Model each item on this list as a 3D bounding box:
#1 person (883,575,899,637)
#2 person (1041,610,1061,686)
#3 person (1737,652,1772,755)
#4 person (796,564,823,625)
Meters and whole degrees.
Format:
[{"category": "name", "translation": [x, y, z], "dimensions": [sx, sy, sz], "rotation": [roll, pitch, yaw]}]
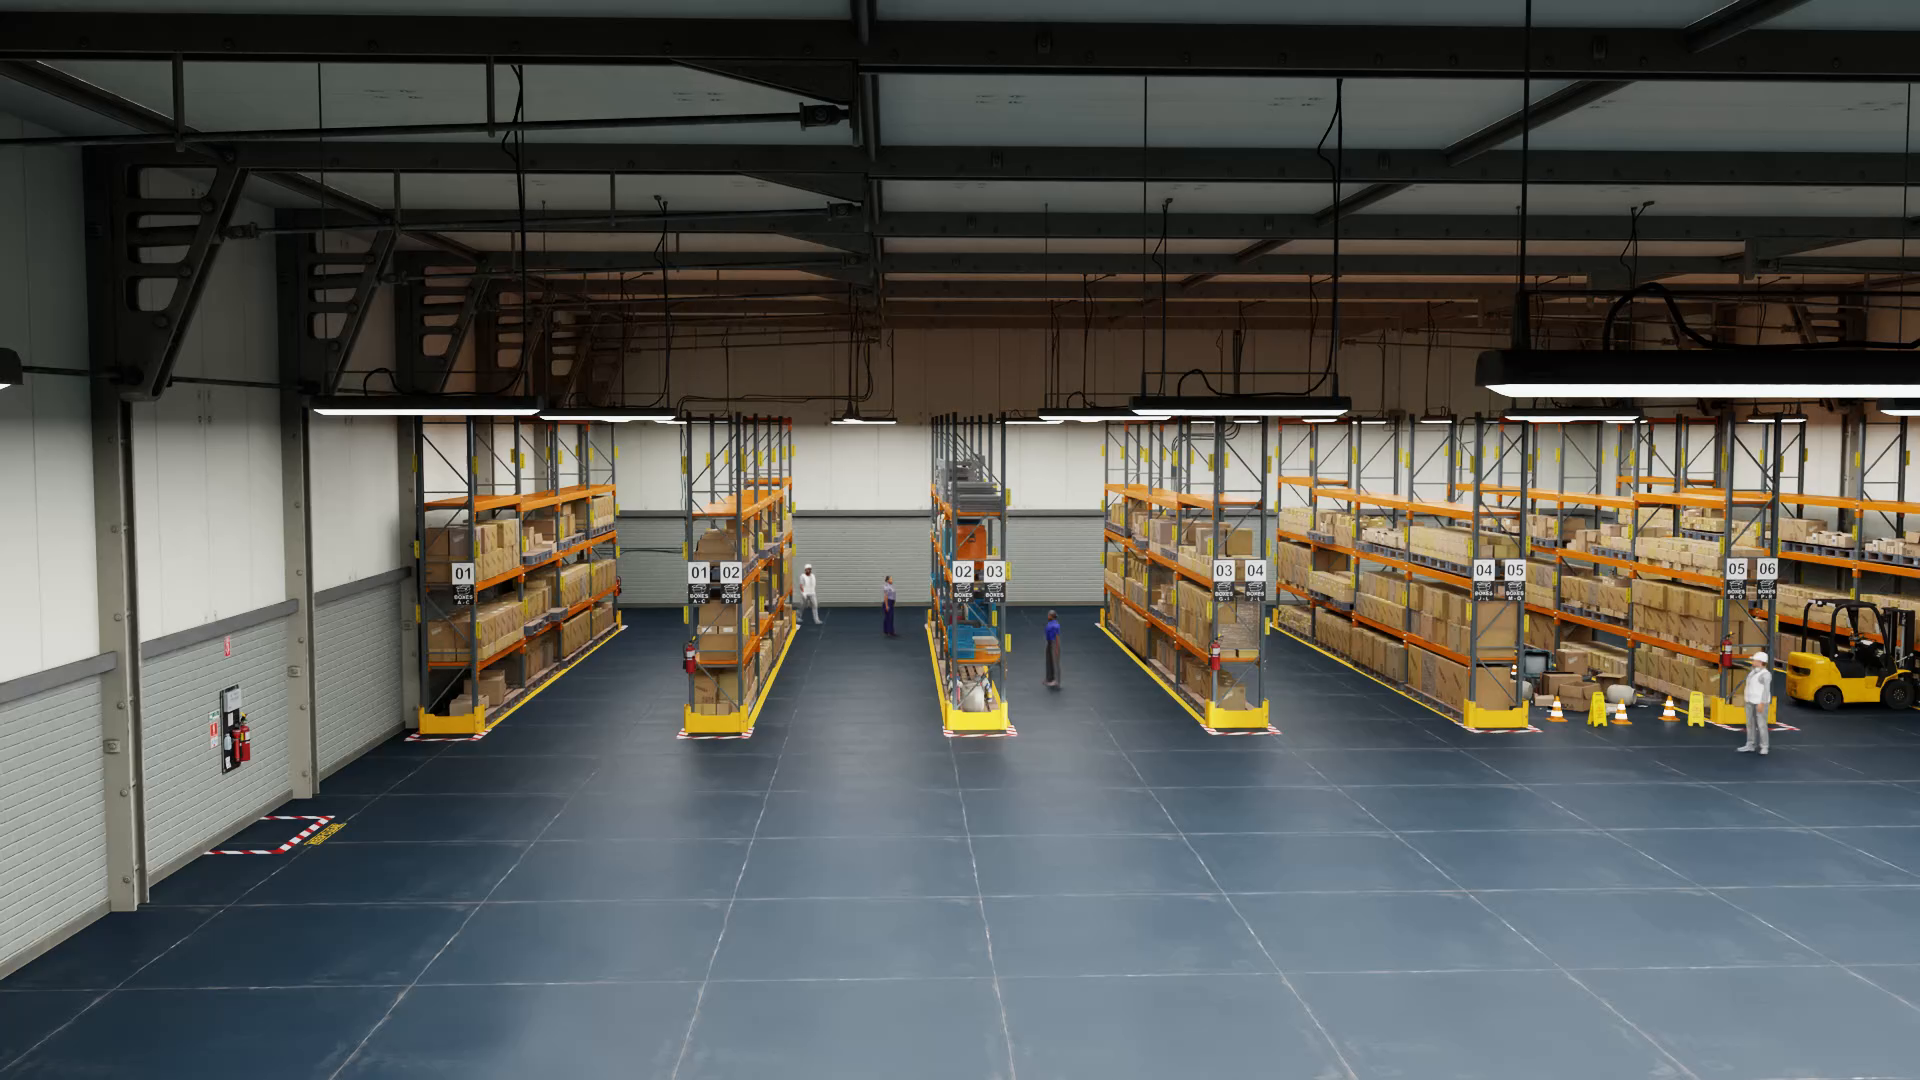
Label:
[{"category": "person", "translation": [-1.885, 1.801, 45.634], "dimensions": [0.503, 1.669, 0.504], "rotation": [1, 4, 12]}, {"category": "person", "translation": [2.009, 2.385, 36.852], "dimensions": [0.374, 1.649, 0.510], "rotation": [-1, 4, -20]}, {"category": "person", "translation": [13.959, 2.843, 29.119], "dimensions": [0.396, 1.783, 0.561], "rotation": [-1, 4, -20]}, {"category": "person", "translation": [-4.364, 1.572, 48.187], "dimensions": [0.634, 1.739, 1.051], "rotation": [-3, 5, -37]}]
